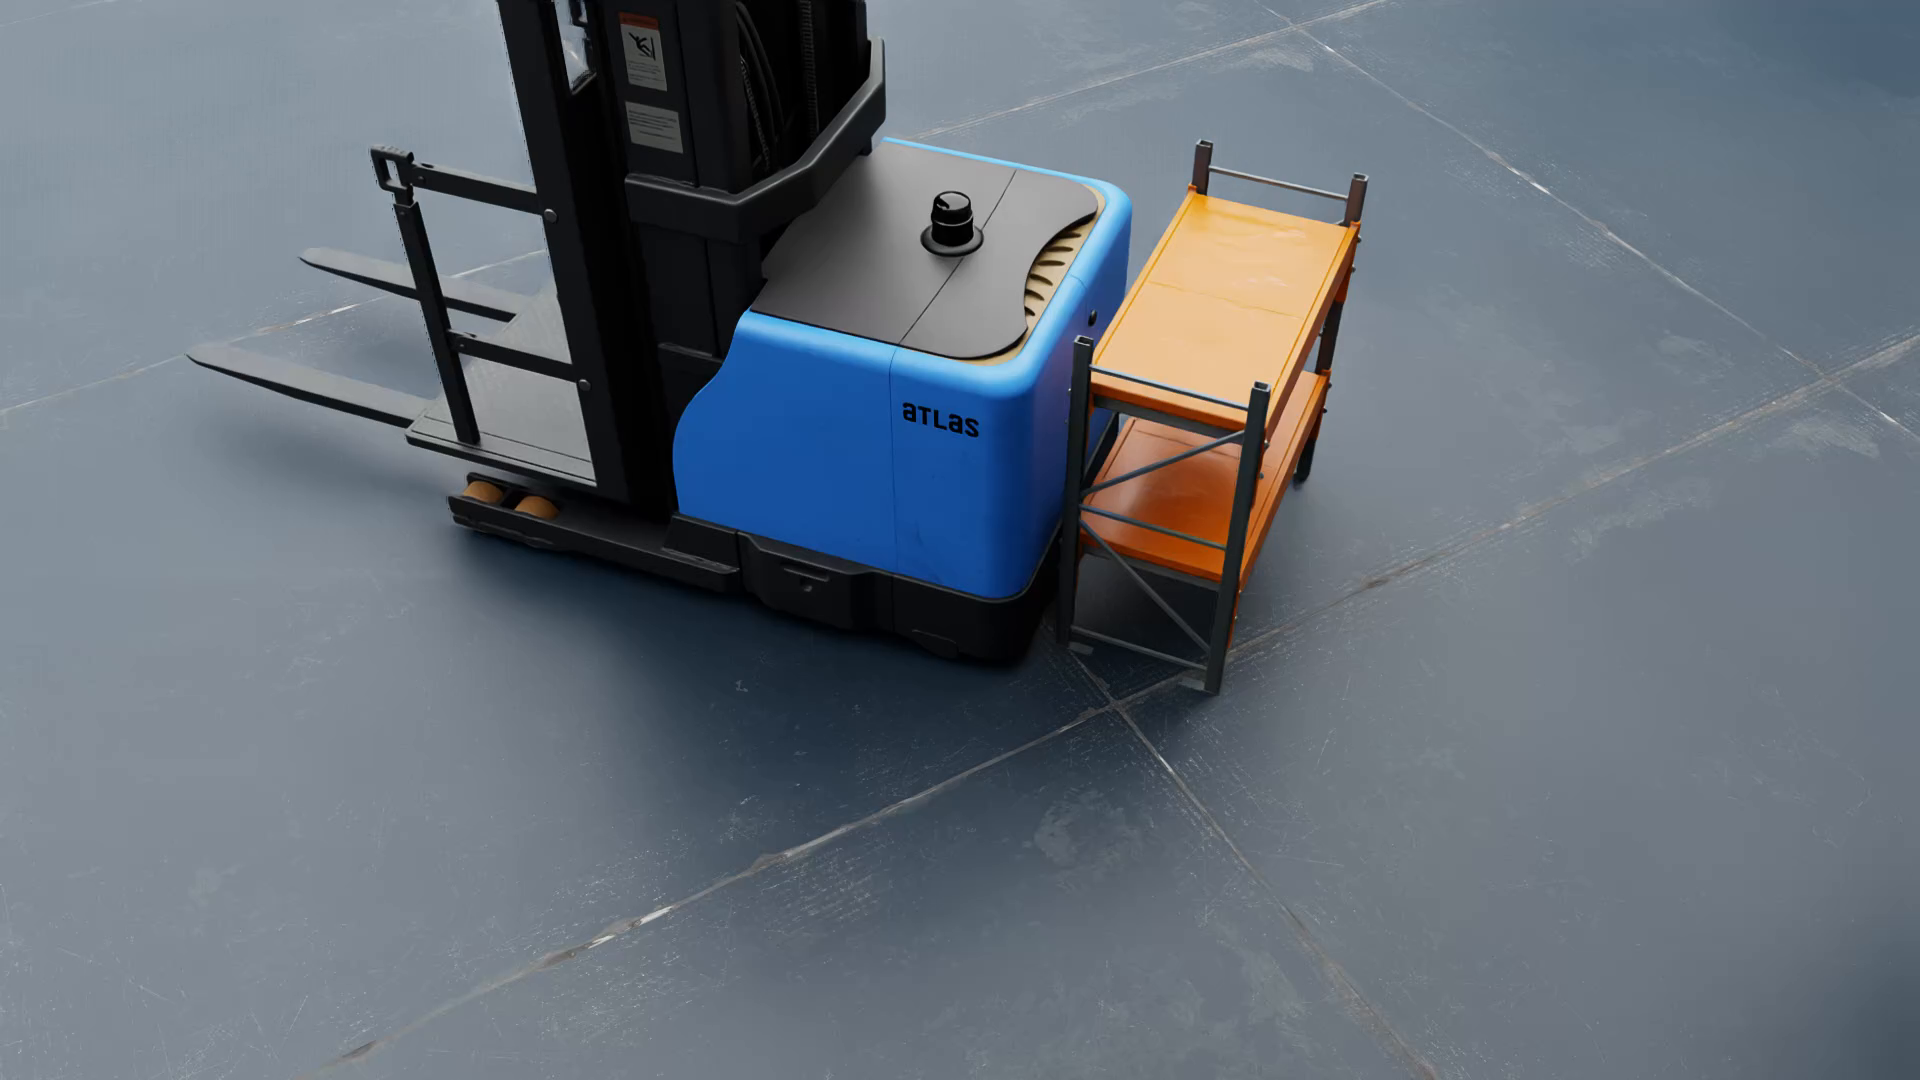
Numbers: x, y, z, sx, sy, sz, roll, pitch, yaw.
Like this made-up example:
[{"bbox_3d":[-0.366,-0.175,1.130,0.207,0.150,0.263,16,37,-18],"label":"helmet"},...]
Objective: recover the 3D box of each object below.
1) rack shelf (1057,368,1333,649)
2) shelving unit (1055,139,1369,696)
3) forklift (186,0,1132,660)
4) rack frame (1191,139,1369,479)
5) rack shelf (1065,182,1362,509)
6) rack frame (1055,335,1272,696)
[{"bbox_3d":[0.717,-0.183,4.980,0.538,0.278,1.000,17,47,16],"label":"rack shelf"},{"bbox_3d":[0.718,-0.358,4.809,0.538,1.125,1.048,17,47,16],"label":"shelving unit"},{"bbox_3d":[-1.063,-1.352,4.539,3.031,2.935,1.130,15,46,15],"label":"forklift"},{"bbox_3d":[0.918,-0.683,5.144,0.500,1.125,0.032,17,47,16],"label":"rack frame"},{"bbox_3d":[0.718,-0.567,4.605,0.538,0.278,1.000,17,47,16],"label":"rack shelf"},{"bbox_3d":[0.518,-0.032,4.474,0.500,1.125,0.032,17,47,16],"label":"rack frame"}]
